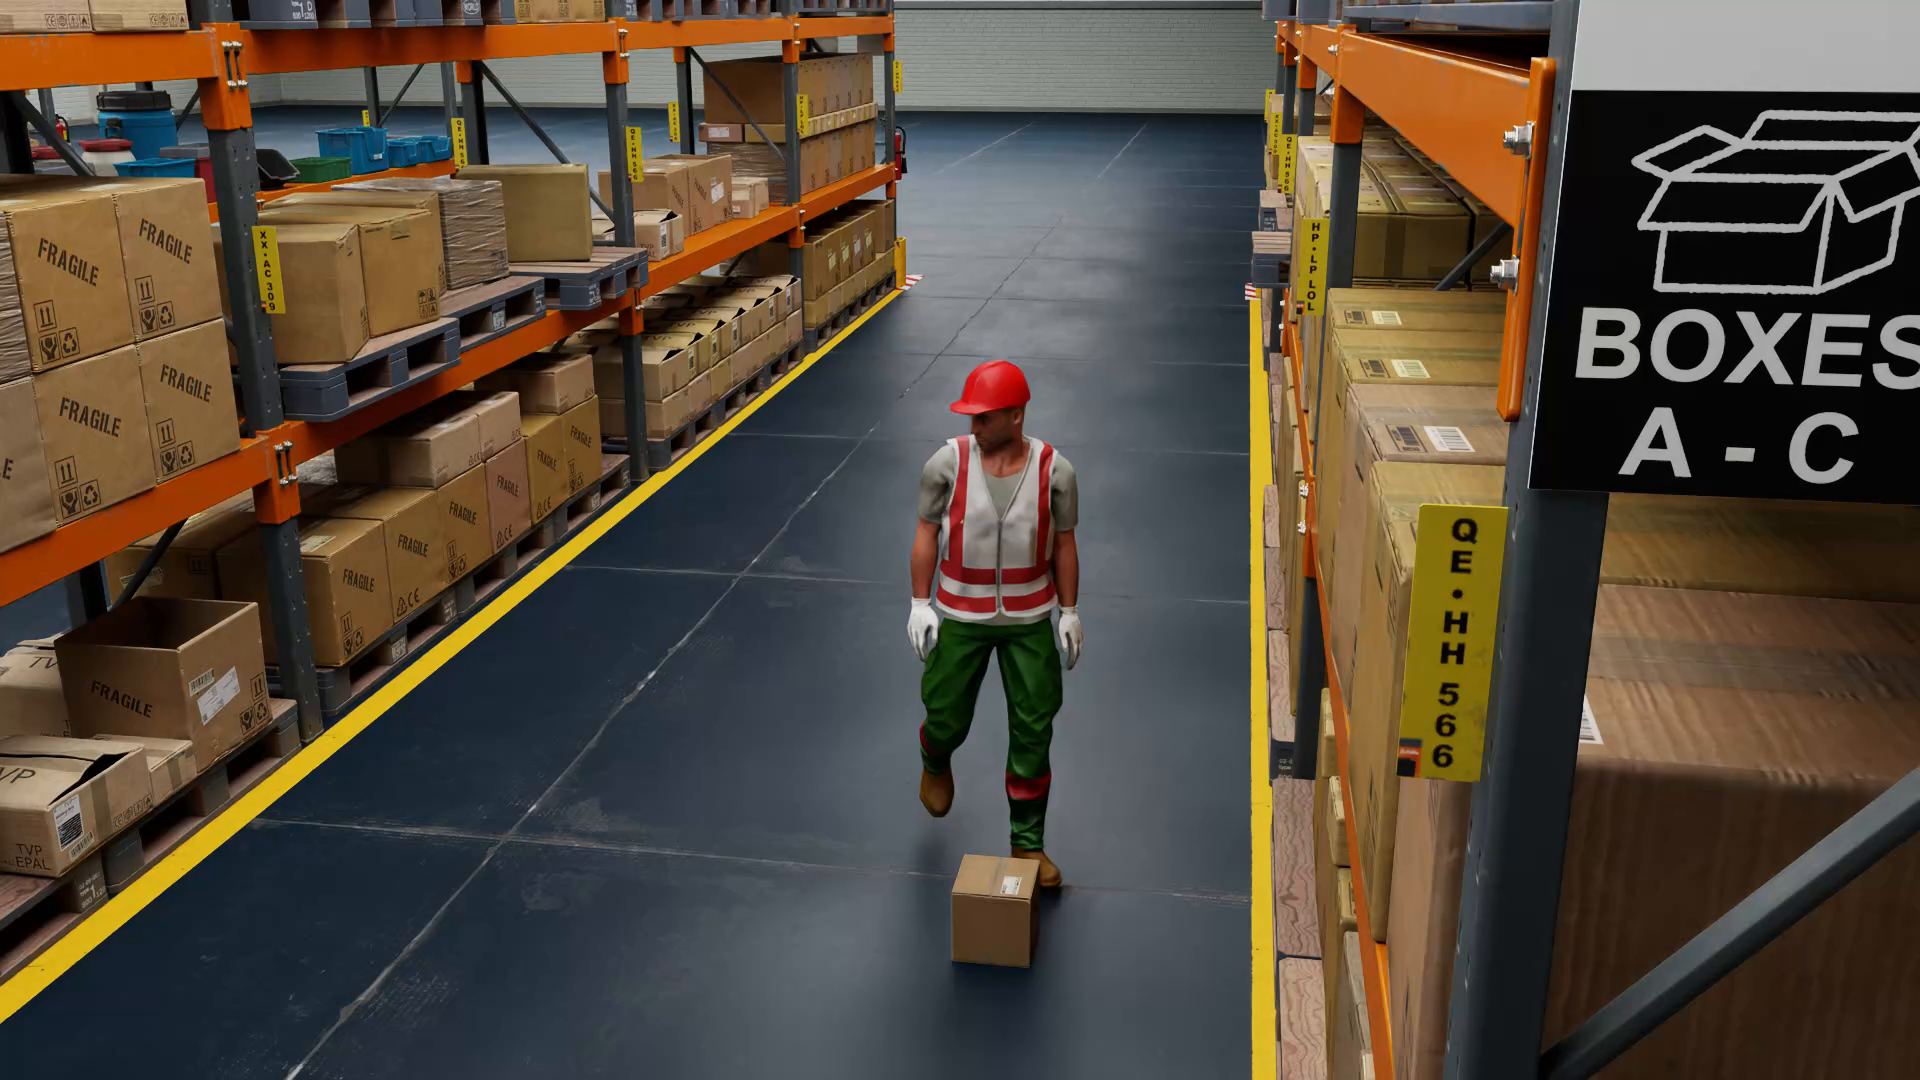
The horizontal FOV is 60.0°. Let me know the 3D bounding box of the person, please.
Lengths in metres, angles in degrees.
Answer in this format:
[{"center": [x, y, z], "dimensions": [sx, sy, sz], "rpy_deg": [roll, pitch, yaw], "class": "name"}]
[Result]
[{"center": [0.119, 0.255, 5.675], "dimensions": [0.604, 1.775, 0.711], "rpy_deg": [-1, 18, -5], "class": "person"}]
